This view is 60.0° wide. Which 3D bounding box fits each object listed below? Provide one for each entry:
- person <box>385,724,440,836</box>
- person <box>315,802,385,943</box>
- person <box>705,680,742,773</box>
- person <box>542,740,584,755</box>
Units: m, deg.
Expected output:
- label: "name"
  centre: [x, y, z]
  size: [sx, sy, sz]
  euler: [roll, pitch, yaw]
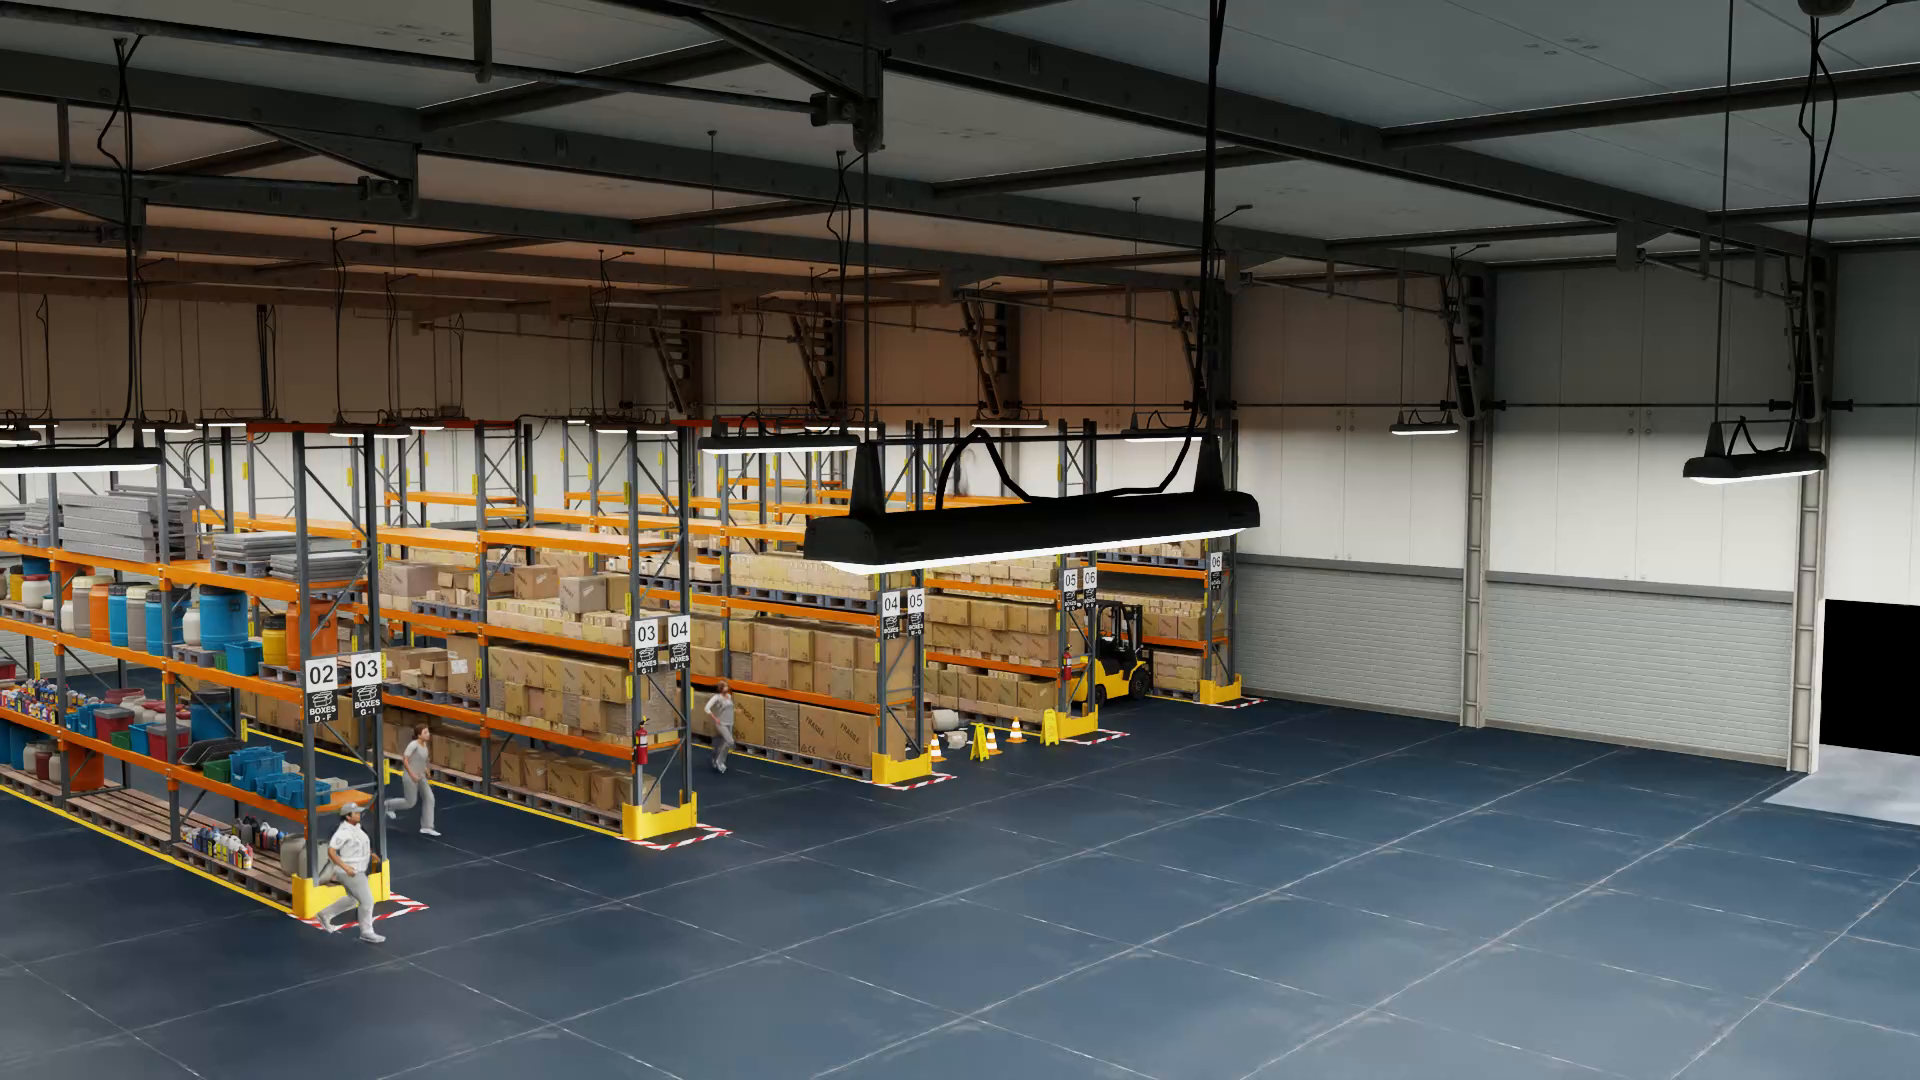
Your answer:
- label: "person"
  centre: [-8.093, 3.533, 24.542]
  size: [0.938, 1.656, 0.566]
  euler: [1, 5, 16]
- label: "person"
  centre: [-7.208, 3.911, 19.572]
  size: [0.830, 1.662, 0.614]
  euler: [0, 5, -6]
- label: "person"
  centre: [-4.034, 3.202, 28.571]
  size: [0.613, 1.588, 0.521]
  euler: [3, 5, 30]
- label: "person"
  centre: [-7.217, 3.035, 30.087]
  size: [0.845, 1.701, 0.570]
  euler: [3, 5, 30]
